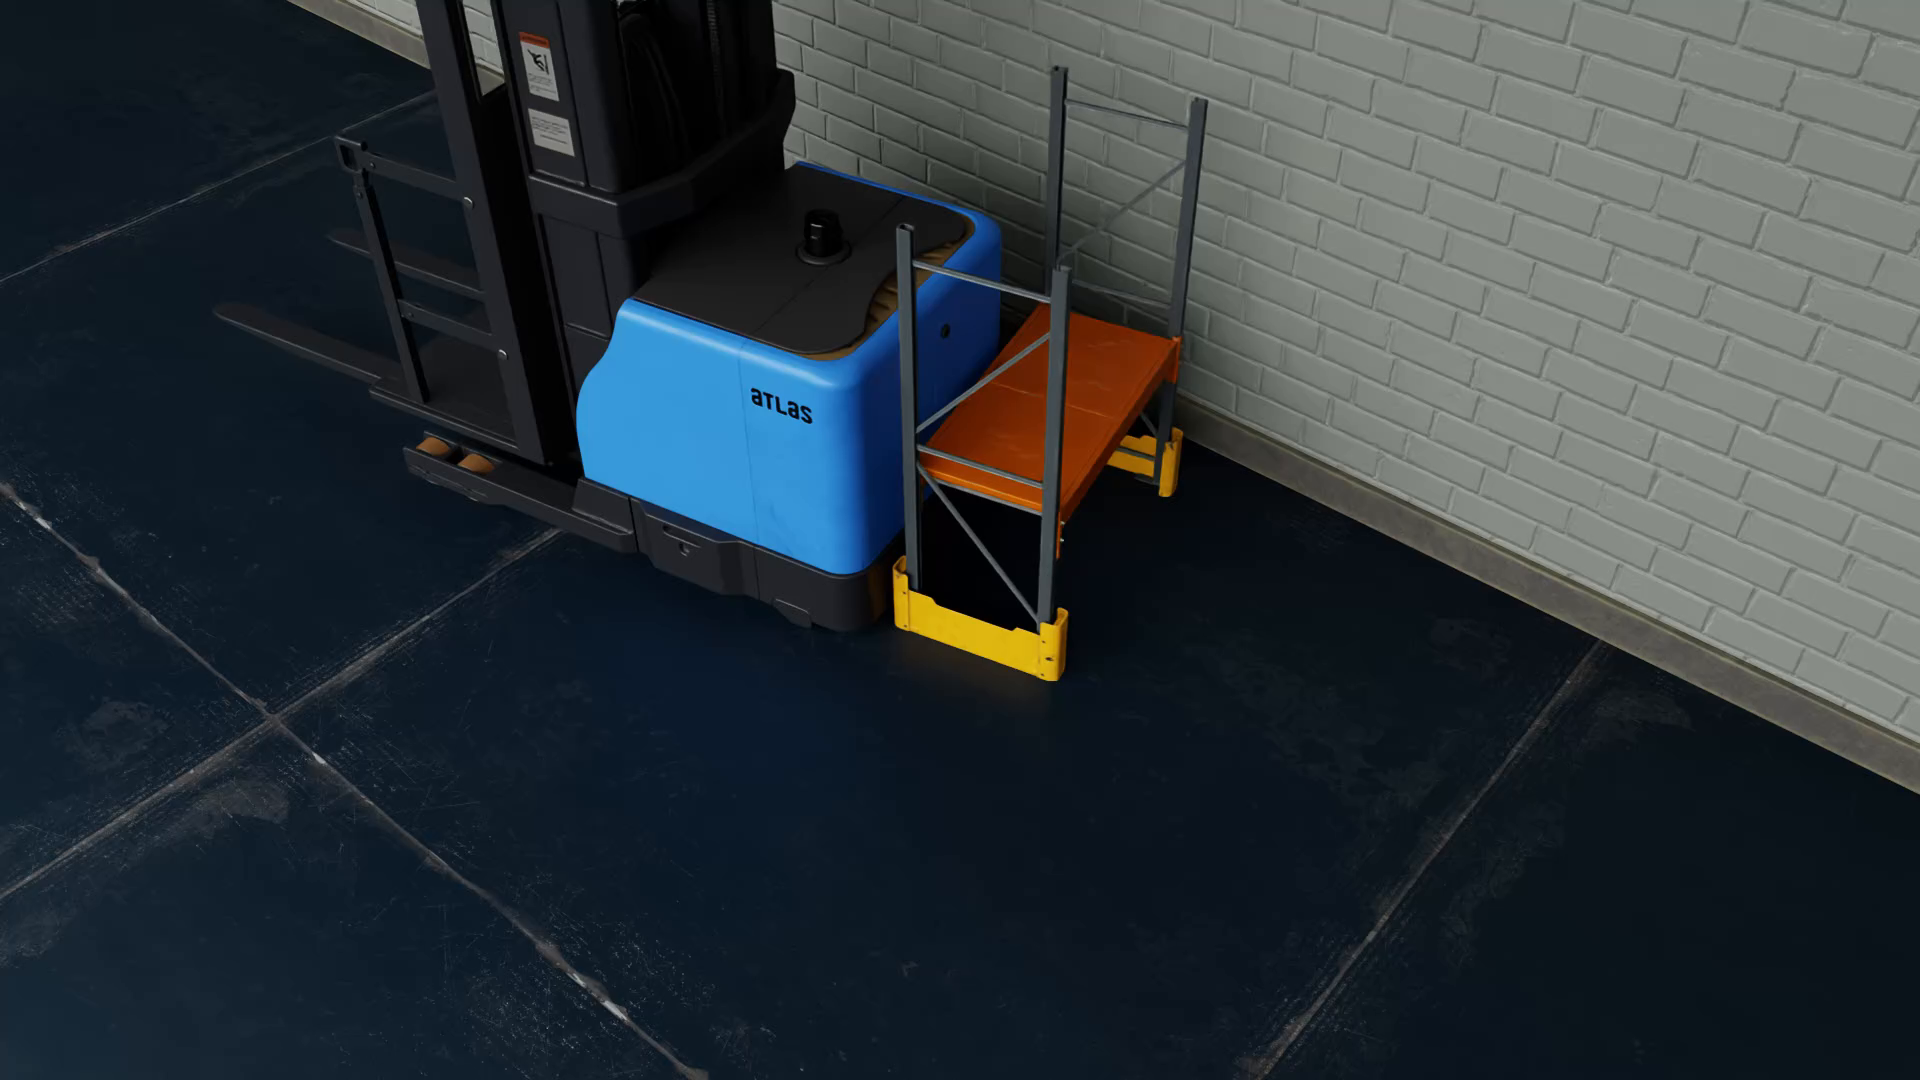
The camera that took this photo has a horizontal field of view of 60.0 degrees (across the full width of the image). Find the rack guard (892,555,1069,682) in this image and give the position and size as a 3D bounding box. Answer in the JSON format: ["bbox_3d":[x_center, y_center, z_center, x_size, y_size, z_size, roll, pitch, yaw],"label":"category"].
[{"bbox_3d":[0.060,0.249,5.290,0.587,0.250,0.087,18,45,19],"label":"rack guard"}]

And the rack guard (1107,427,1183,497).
[{"bbox_3d":[0.503,-0.351,5.951,0.587,0.250,0.087,18,45,19],"label":"rack guard"}]

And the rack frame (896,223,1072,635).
[{"bbox_3d":[0.060,-0.213,4.869,0.500,1.500,0.032,18,45,19],"label":"rack frame"}]

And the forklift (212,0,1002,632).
[{"bbox_3d":[-1.393,-1.511,5.233,3.031,2.935,1.130,20,46,21],"label":"forklift"}]

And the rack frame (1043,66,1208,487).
[{"bbox_3d":[0.511,-0.825,5.543,0.500,1.500,0.032,18,45,19],"label":"rack frame"}]

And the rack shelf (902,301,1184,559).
[{"bbox_3d":[0.285,-0.386,5.327,0.538,0.185,1.000,18,45,19],"label":"rack shelf"}]

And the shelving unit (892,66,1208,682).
[{"bbox_3d":[0.281,-0.514,5.200,0.587,1.500,1.083,18,45,19],"label":"shelving unit"}]
